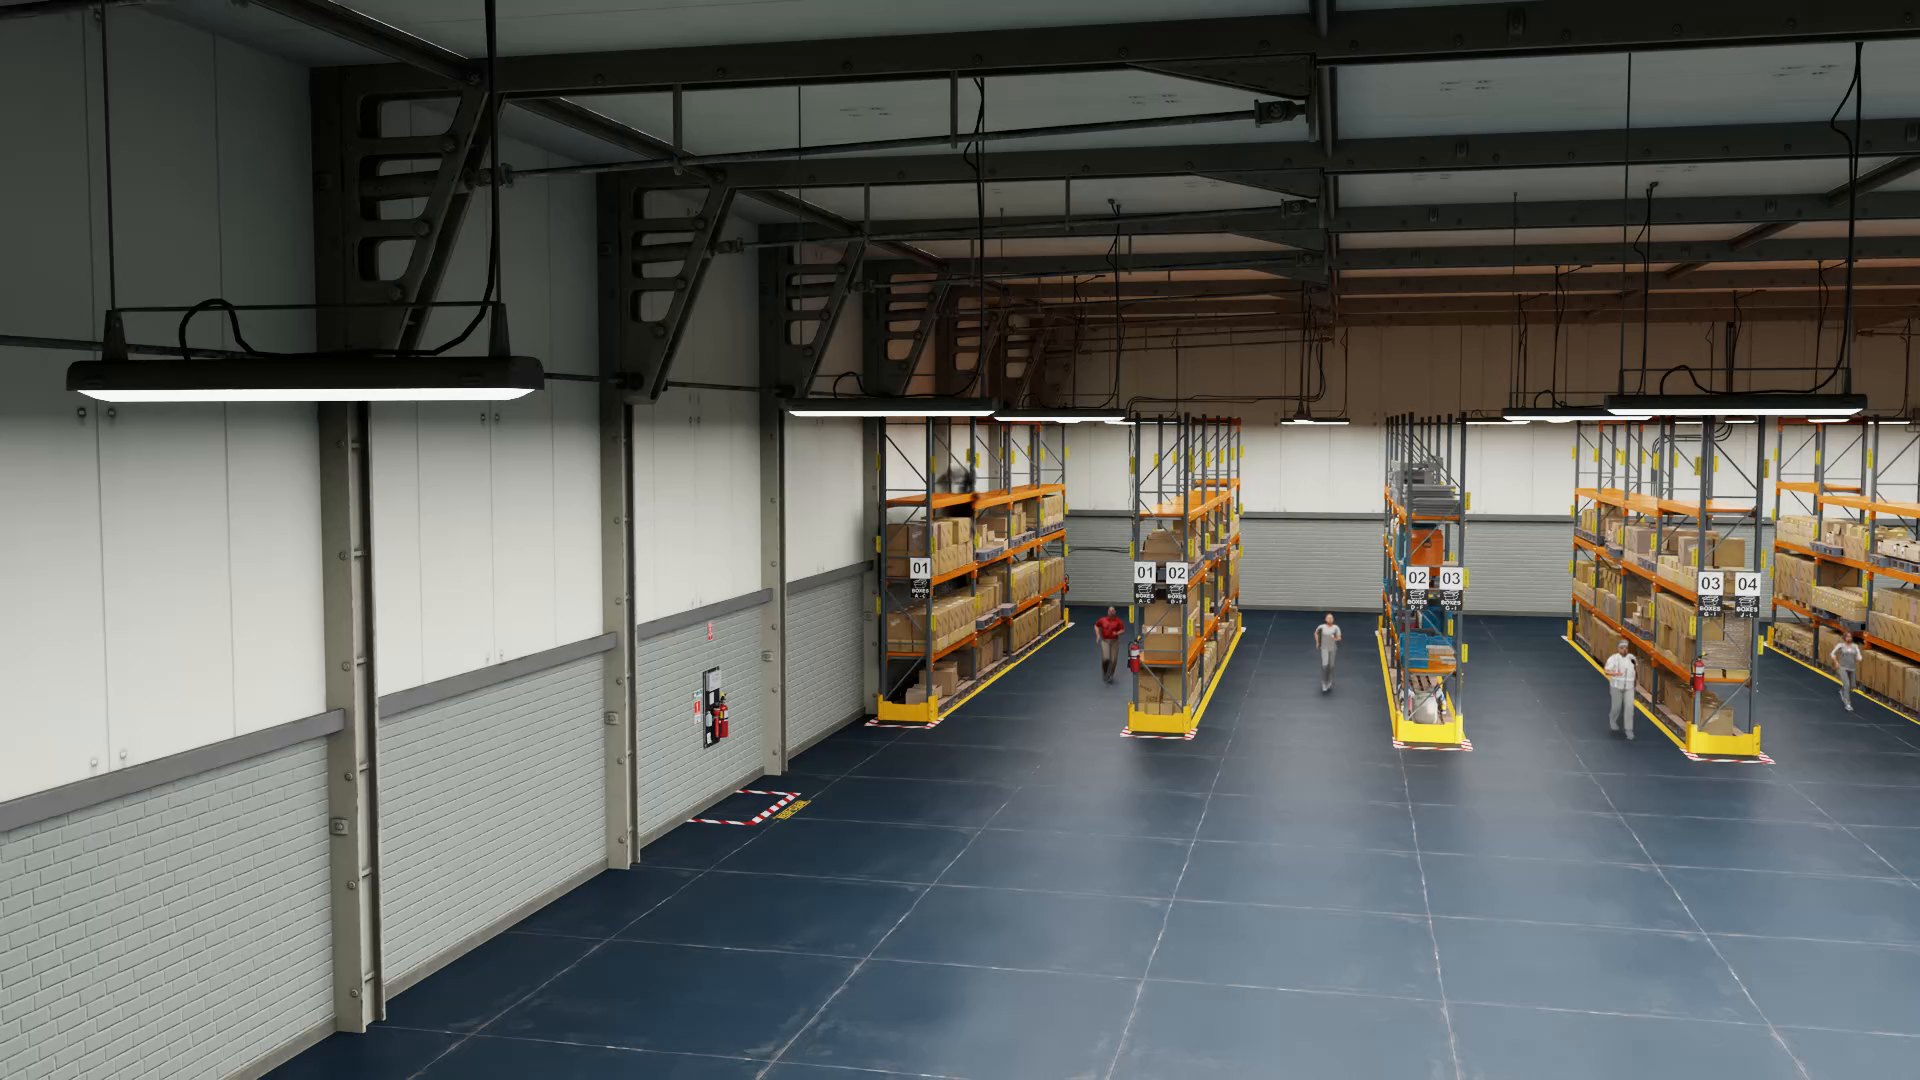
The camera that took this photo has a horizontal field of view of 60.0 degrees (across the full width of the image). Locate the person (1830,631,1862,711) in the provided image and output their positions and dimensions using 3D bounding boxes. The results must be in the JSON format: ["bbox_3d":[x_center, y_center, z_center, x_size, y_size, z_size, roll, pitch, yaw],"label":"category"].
[{"bbox_3d":[18.032,2.652,33.829,0.547,1.550,0.813,1,4,9],"label":"person"}]

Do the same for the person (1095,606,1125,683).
[{"bbox_3d":[3.368,2.347,37.276,0.652,1.718,0.653,0,4,-1],"label":"person"}]

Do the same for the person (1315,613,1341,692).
[{"bbox_3d":[8.023,2.439,36.224,0.531,1.720,0.738,0,4,4],"label":"person"}]

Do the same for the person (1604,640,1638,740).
[{"bbox_3d":[12.274,2.728,30.832,0.634,1.791,0.967,1,4,8],"label":"person"}]
